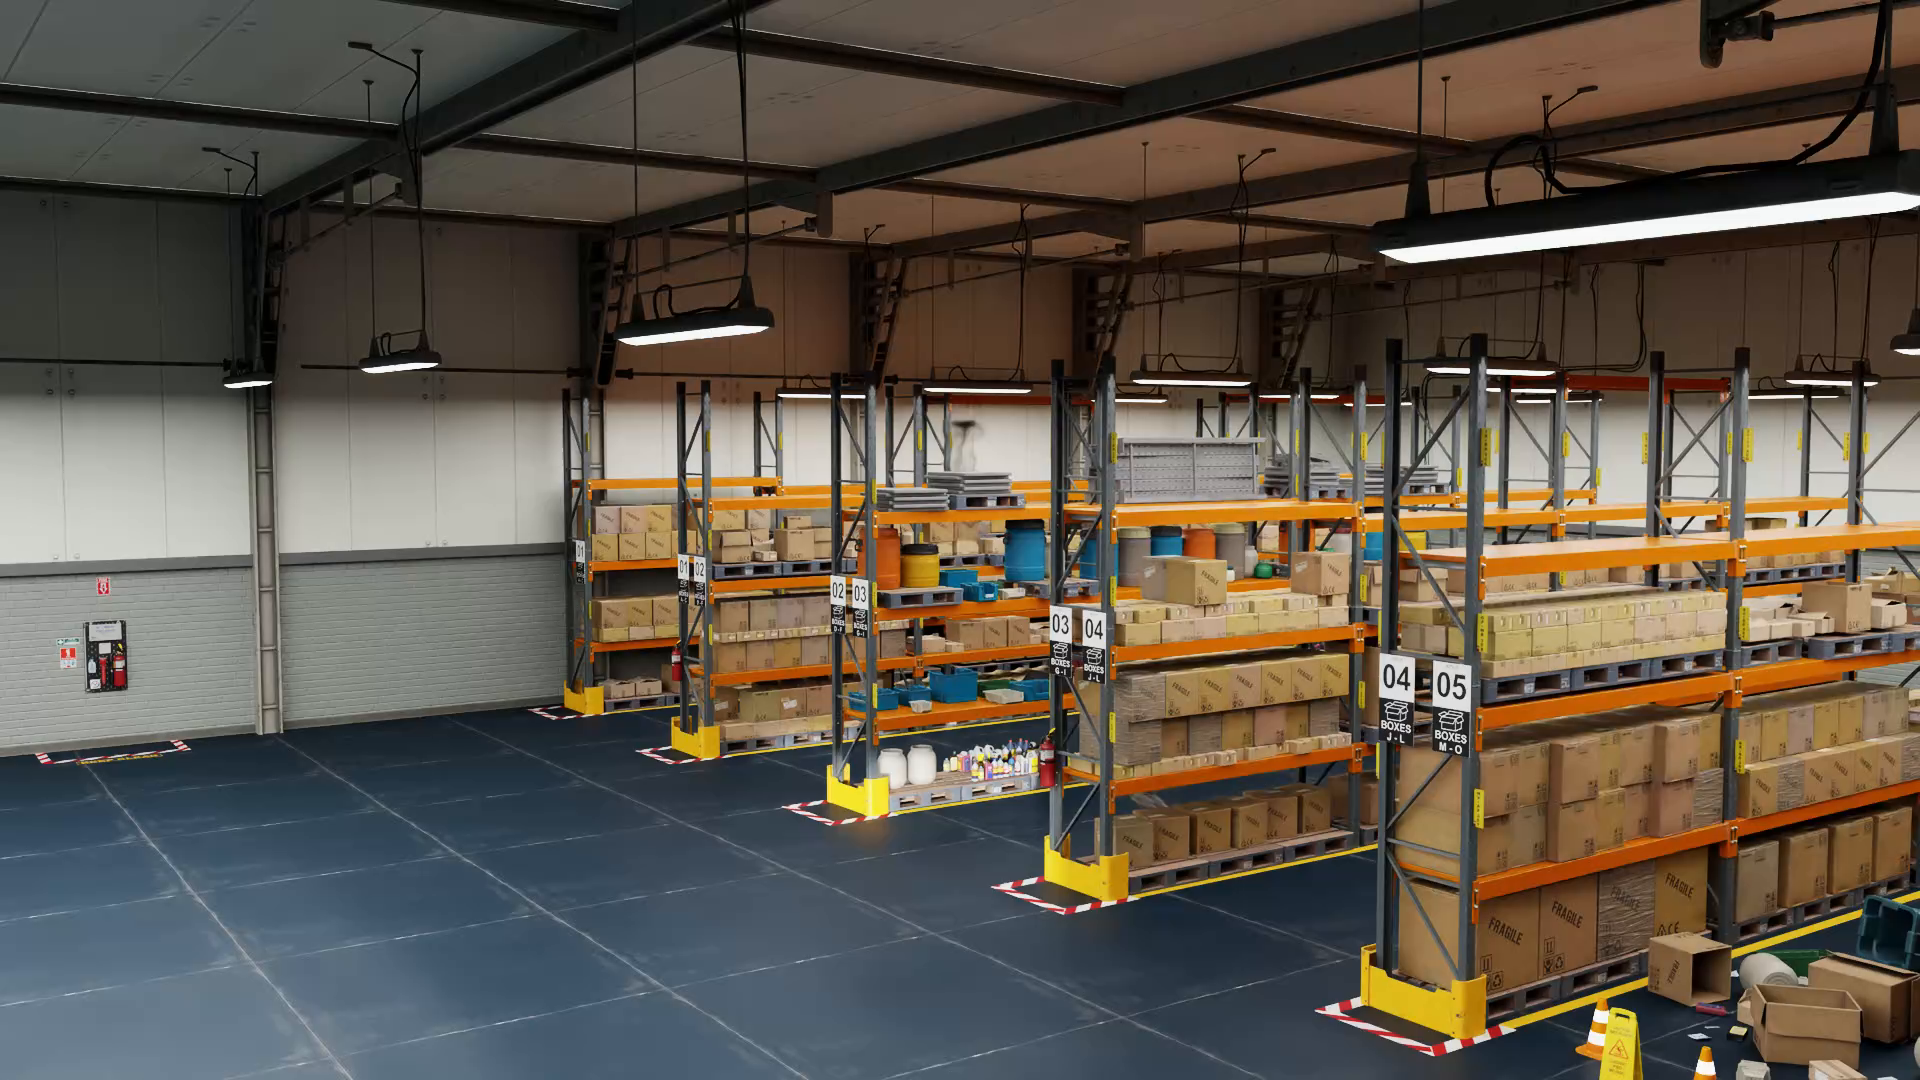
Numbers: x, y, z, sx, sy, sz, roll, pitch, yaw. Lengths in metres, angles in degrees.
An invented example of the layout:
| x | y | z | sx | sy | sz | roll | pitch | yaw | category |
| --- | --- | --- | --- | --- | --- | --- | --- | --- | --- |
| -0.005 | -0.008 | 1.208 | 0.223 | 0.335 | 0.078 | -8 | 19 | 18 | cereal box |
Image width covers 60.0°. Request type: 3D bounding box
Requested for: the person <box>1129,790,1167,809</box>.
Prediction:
| x | y | z | sx | sy | sz | roll | pitch | yaw | category |
| --- | --- | --- | --- | --- | --- | --- | --- | --- | --- |
| 2.410 | 3.015 | 21.549 | 0.868 | 1.508 | 0.650 | -1 | 4 | -17 | person |
